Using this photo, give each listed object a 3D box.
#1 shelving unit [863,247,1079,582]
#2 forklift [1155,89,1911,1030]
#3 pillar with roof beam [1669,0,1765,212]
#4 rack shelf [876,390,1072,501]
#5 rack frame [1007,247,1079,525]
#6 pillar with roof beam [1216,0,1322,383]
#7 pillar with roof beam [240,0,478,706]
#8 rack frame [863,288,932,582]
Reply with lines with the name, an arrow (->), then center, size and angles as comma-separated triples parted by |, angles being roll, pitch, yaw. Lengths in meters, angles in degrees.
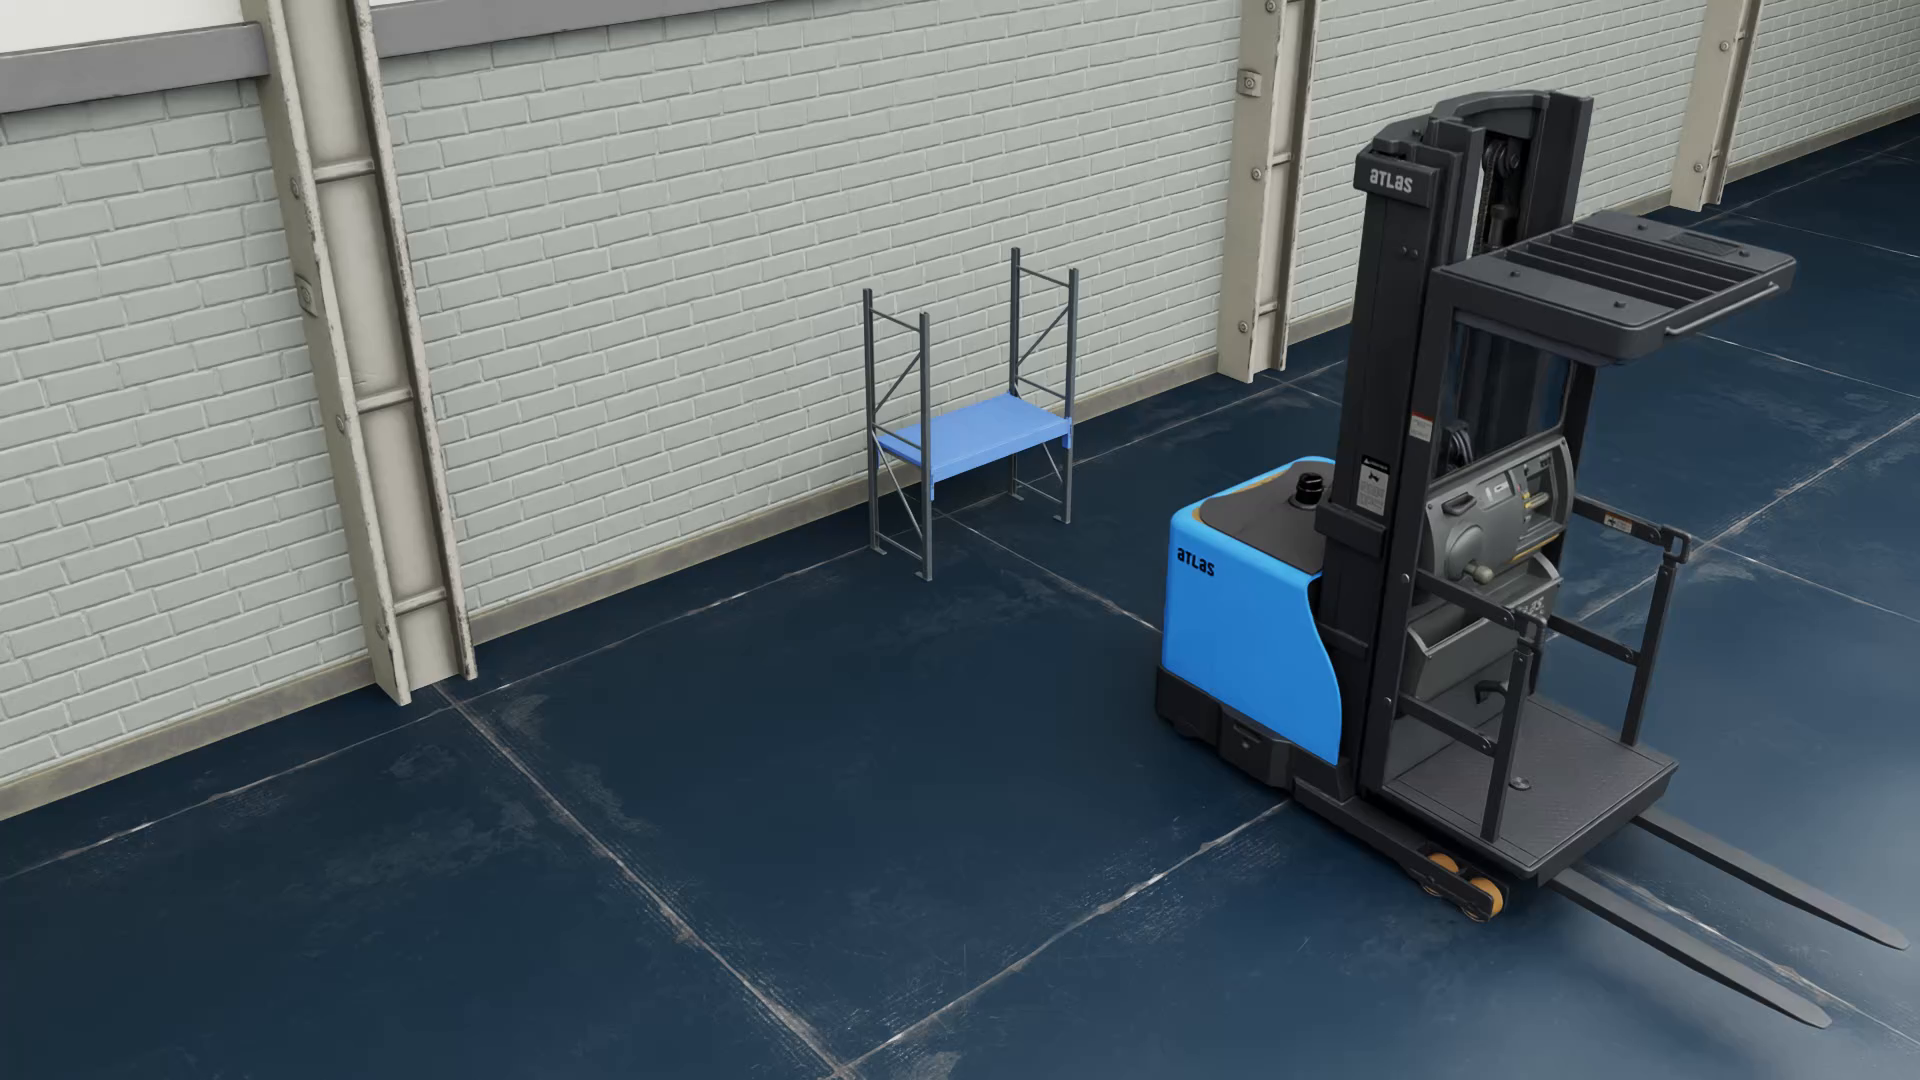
shelving unit -> 0.065, -0.688, 8.945 | 1.048, 1.500, 0.538 | -22, 35, -35
forklift -> 2.228, -0.079, 6.287 | 1.130, 2.935, 3.031 | -22, 35, -35
pillar with roof beam -> 9.352, -5.433, 9.868 | 0.400, 9.000, 9.100 | -22, 35, -35
rack shelf -> 0.065, -0.529, 9.030 | 1.000, 0.185, 0.538 | -22, 35, -35
rack frame -> 0.452, -0.843, 9.236 | 0.032, 1.500, 0.500 | -22, 35, -35
pillar with roof beam -> 4.787, -3.597, 6.433 | 0.400, 9.000, 9.100 | -22, 35, -35
pillar with roof beam -> 0.223, -1.762, 2.999 | 0.400, 9.000, 9.100 | -22, 35, -35
rack frame -> -0.322, -0.532, 8.654 | 0.032, 1.500, 0.500 | -22, 35, -35
